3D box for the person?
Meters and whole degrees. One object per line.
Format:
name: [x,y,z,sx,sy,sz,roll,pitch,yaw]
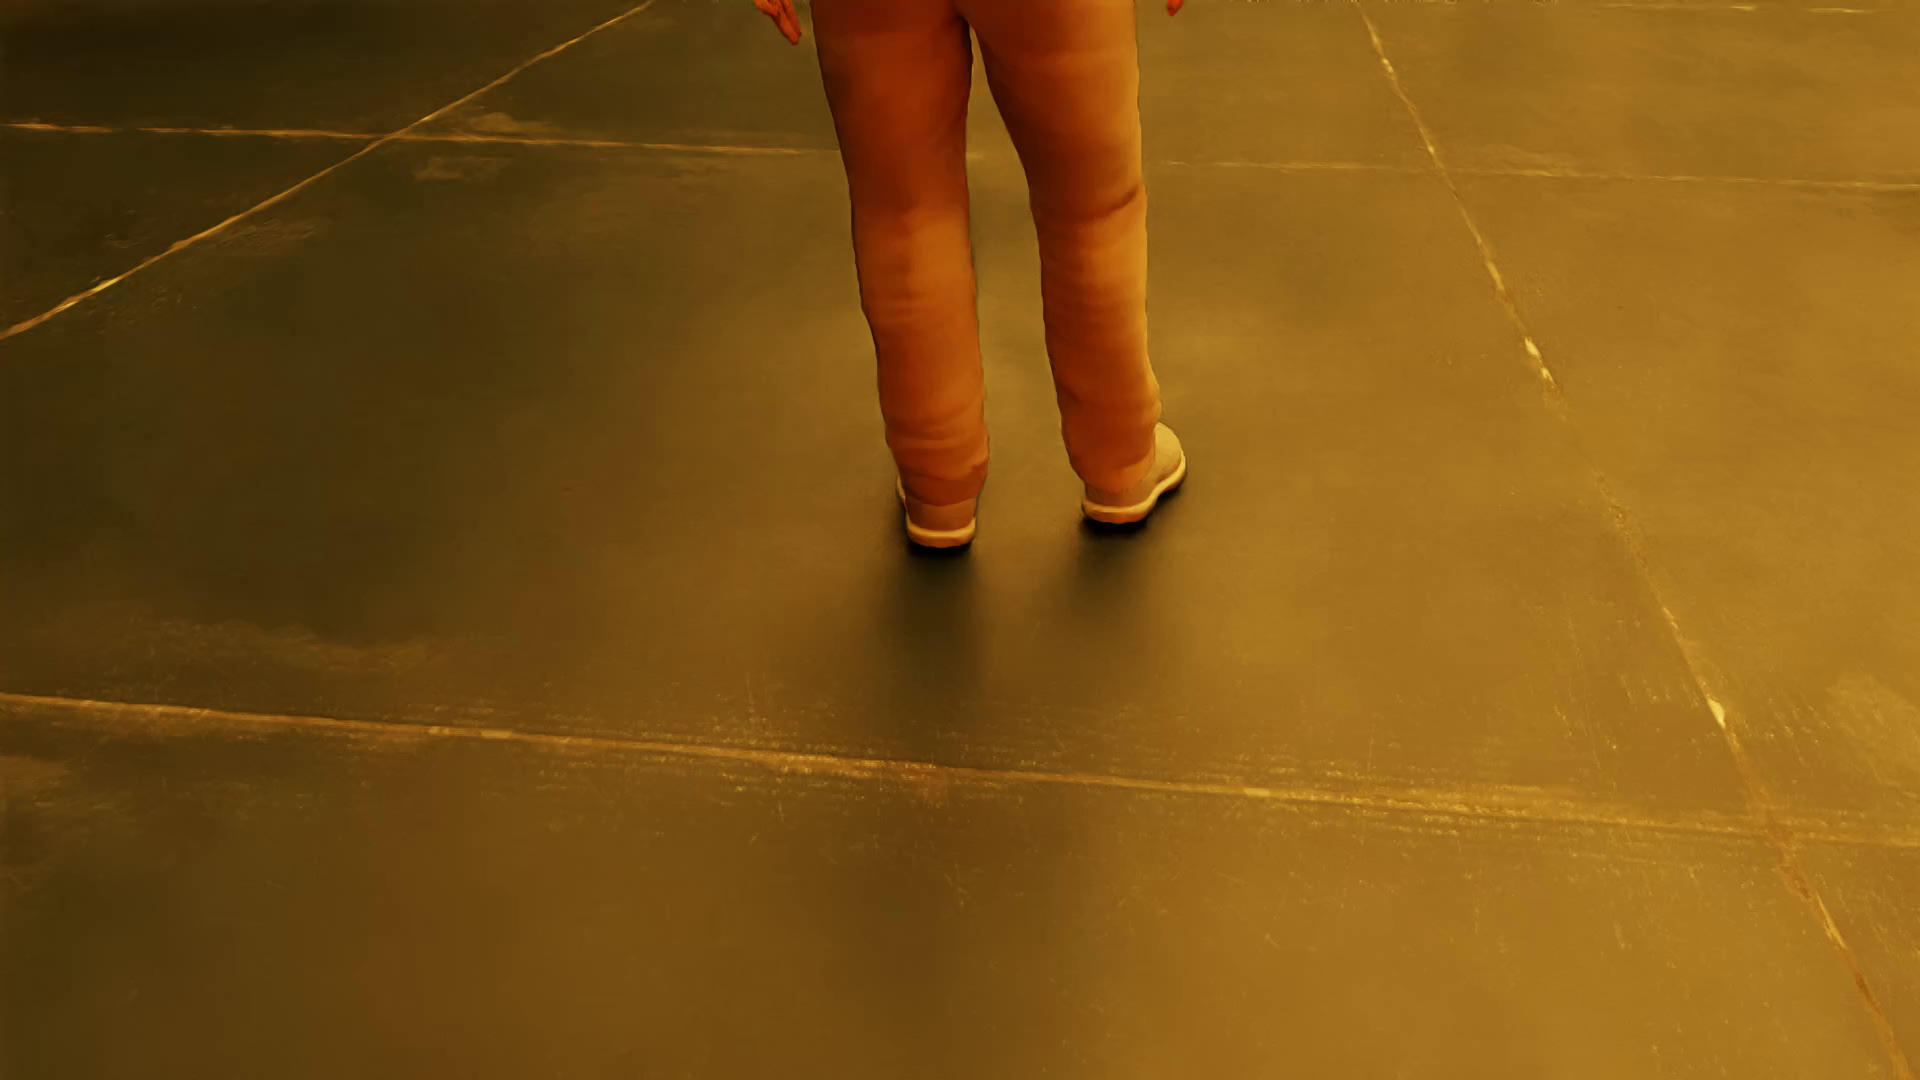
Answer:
person: [0.024,-0.819,2.189,0.640,1.726,0.550,3,27,7]
